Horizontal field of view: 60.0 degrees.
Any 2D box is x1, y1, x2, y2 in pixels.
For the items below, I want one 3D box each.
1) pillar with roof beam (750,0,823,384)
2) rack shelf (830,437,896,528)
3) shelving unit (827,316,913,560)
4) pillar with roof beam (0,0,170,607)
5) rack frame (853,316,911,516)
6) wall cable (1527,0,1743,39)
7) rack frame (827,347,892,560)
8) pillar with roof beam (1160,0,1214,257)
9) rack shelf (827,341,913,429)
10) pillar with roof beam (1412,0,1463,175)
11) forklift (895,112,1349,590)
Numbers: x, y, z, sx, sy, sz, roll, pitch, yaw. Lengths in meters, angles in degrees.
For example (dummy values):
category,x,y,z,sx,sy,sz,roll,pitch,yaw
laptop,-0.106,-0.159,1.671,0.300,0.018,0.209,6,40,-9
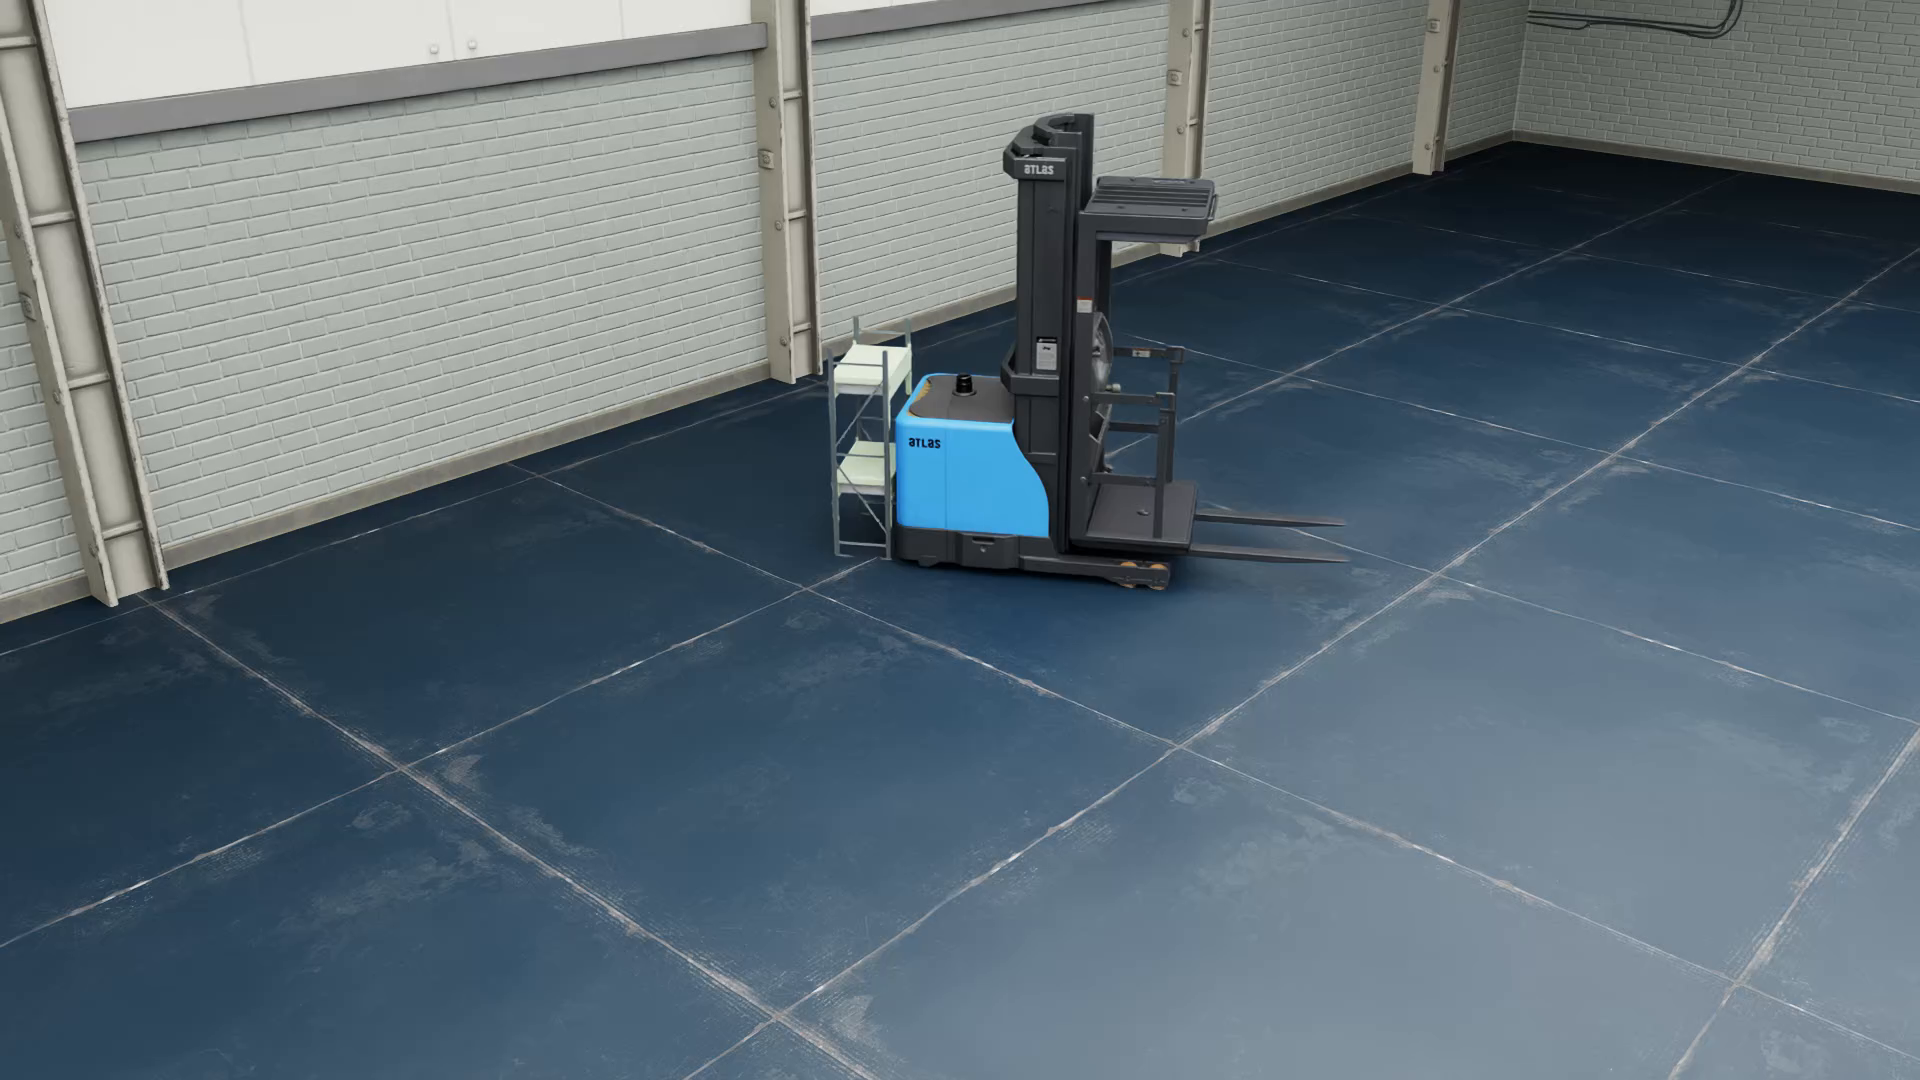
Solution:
category,x,y,z,sx,sy,sz,roll,pitch,yaw
pillar with roof beam,1.718,-4.425,10.621,9.100,9.000,0.400,20,31,38
rack shelf,-0.606,-0.412,11.633,0.431,0.370,0.720,4,24,9
shelving unit,-0.606,-0.710,11.500,0.431,1.500,0.755,4,24,9
pillar with roof beam,-2.287,-2.597,6.544,9.100,9.000,0.400,20,31,38
rack frame,-0.542,-0.857,11.828,0.400,1.500,0.023,4,24,9
wall cable,9.472,-8.377,23.229,3.097,2.526,0.112,20,31,38
rack frame,-0.670,-0.562,11.171,0.400,1.500,0.023,4,24,9
pillar with roof beam,5.722,-6.253,14.698,9.100,9.000,0.400,20,31,38
rack shelf,-0.606,-1.066,11.340,0.431,0.370,0.720,4,24,9
pillar with roof beam,9.727,-8.082,18.775,9.100,9.000,0.400,20,31,38
forklift,1.124,-1.244,10.943,3.031,2.935,1.130,4,25,10
